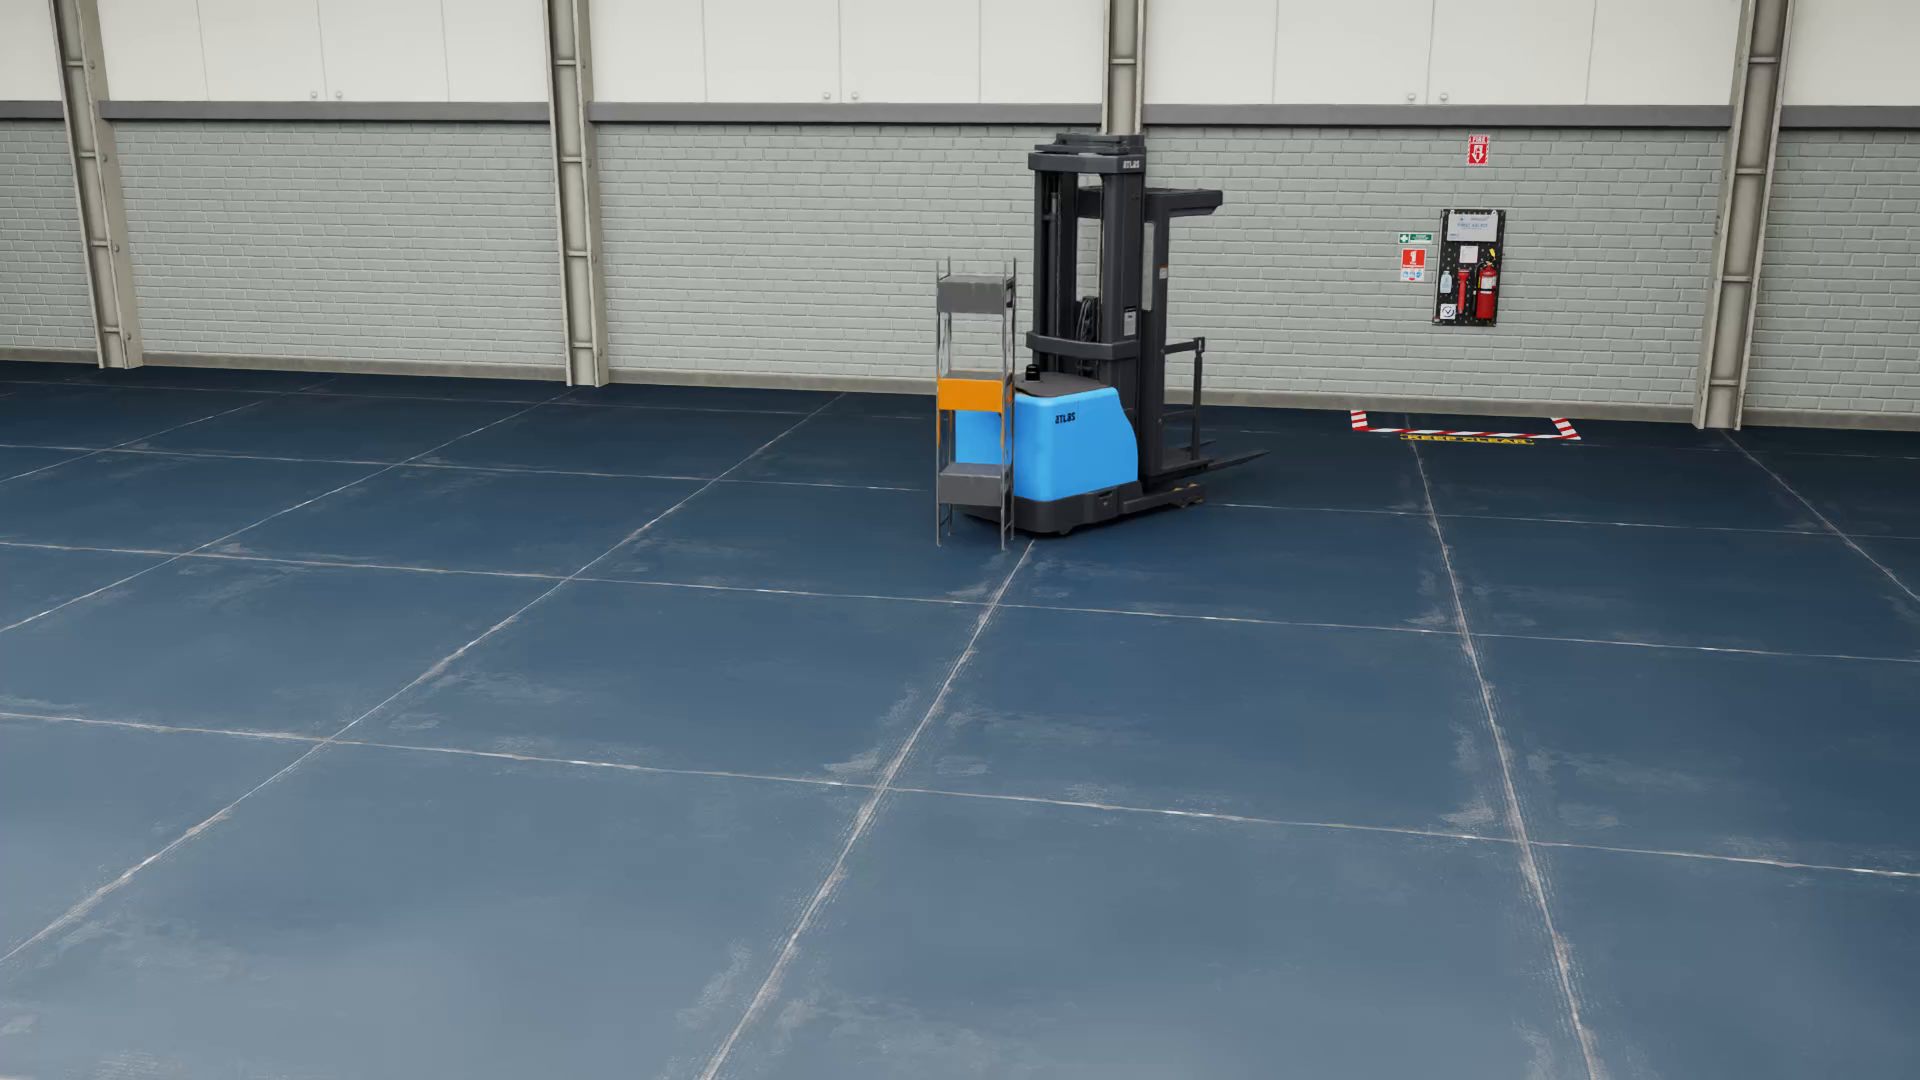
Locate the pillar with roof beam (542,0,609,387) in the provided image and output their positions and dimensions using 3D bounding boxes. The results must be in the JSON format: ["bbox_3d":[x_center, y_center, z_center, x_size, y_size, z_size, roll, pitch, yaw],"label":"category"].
[{"bbox_3d":[-5.078,-4.984,13.626,0.400,9.000,9.100,3,16,11],"label":"pillar with roof beam"}]

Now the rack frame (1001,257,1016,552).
[{"bbox_3d":[0.356,-0.980,12.096,0.015,2.100,0.400,3,16,12],"label":"rack frame"}]

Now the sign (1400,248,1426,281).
[{"bbox_3d":[4.604,-2.795,16.897,0.234,0.329,0.001,3,16,11],"label":"sign"}]

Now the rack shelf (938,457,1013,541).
[{"bbox_3d":[0.118,-0.306,12.338,0.480,0.518,0.431,3,16,12],"label":"rack shelf"}]

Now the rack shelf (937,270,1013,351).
[{"bbox_3d":[0.118,-1.656,11.964,0.480,0.518,0.431,3,16,12],"label":"rack shelf"}]

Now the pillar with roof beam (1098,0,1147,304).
[{"bbox_3d":[0.801,-4.664,12.474,0.400,9.000,9.100,3,16,11],"label":"pillar with roof beam"}]

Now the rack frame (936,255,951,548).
[{"bbox_3d":[-0.120,-1.008,12.199,0.015,2.100,0.400,3,16,12],"label":"rack frame"}]

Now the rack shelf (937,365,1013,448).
[{"bbox_3d":[0.118,-0.981,12.151,0.480,0.518,0.431,3,16,12],"label":"rack shelf"}]

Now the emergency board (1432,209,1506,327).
[{"bbox_3d":[5.125,-2.722,16.699,0.643,1.169,0.194,3,16,11],"label":"emergency board"}]

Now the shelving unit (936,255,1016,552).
[{"bbox_3d":[0.118,-0.994,12.148,0.503,2.100,0.431,3,16,12],"label":"shelving unit"}]

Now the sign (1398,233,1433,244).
[{"bbox_3d":[4.606,-3.048,16.817,0.331,0.109,0.001,3,16,11],"label":"sign"}]

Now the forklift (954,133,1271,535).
[{"bbox_3d":[1.373,-1.762,13.363,3.031,2.935,1.130,-14,21,-41],"label":"forklift"}]

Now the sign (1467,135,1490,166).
[{"bbox_3d":[5.137,-3.865,16.485,0.199,0.298,0.001,3,16,11],"label":"sign"}]

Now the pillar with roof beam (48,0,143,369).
[{"bbox_3d":[-10.958,-5.303,14.778,0.400,9.000,9.100,3,16,11],"label":"pillar with roof beam"}]

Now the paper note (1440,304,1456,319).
[{"bbox_3d":[4.965,-2.325,16.915,0.142,0.148,0.016,3,16,11],"label":"paper note"}]

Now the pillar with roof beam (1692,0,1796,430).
[{"bbox_3d":[6.681,-4.345,11.322,0.400,9.000,9.100,3,16,11],"label":"pillar with roof beam"}]
